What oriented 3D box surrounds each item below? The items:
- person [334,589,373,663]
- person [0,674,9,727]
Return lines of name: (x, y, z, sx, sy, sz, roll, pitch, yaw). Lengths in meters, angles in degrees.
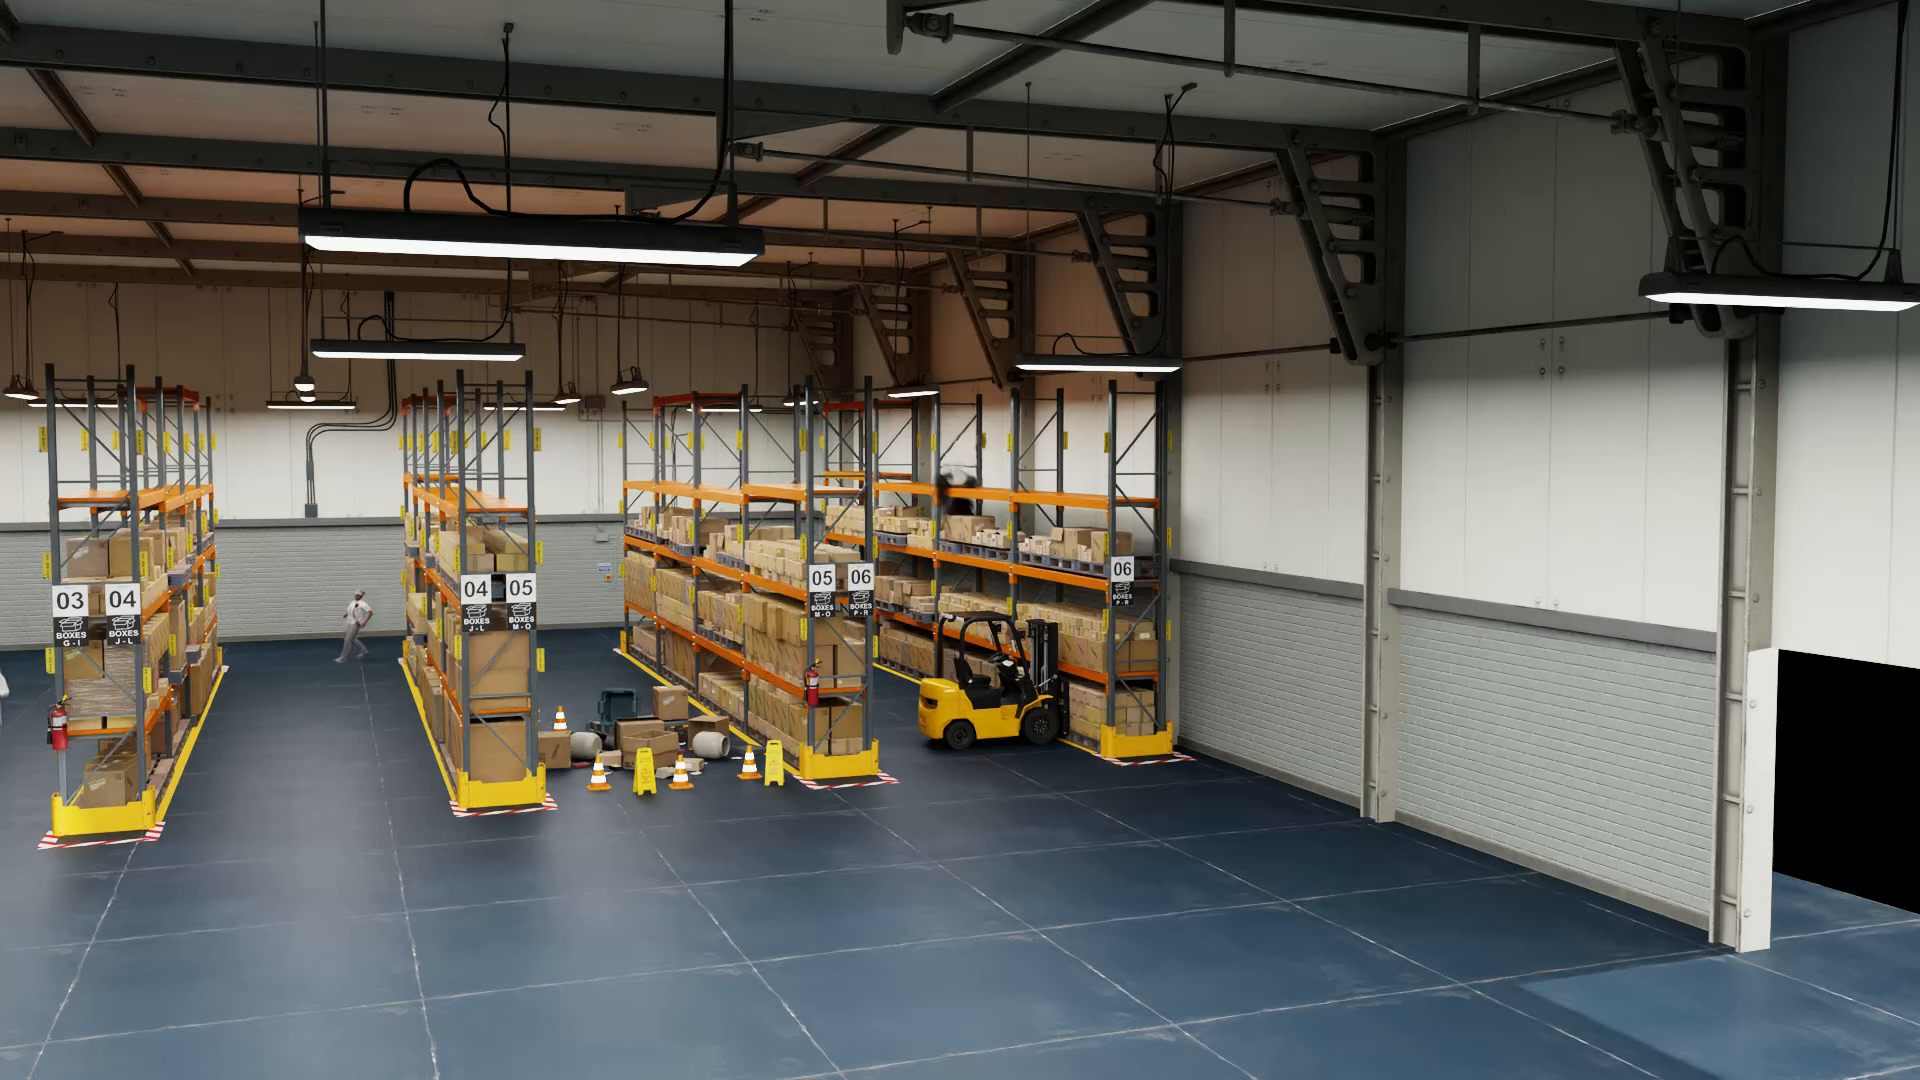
person: (-13.823, 1.943, 37.927, 0.632, 1.664, 0.876, 3, 4, 41)
person: (-14.839, 2.632, 25.244, 0.715, 1.754, 1.020, -2, 4, -30)
